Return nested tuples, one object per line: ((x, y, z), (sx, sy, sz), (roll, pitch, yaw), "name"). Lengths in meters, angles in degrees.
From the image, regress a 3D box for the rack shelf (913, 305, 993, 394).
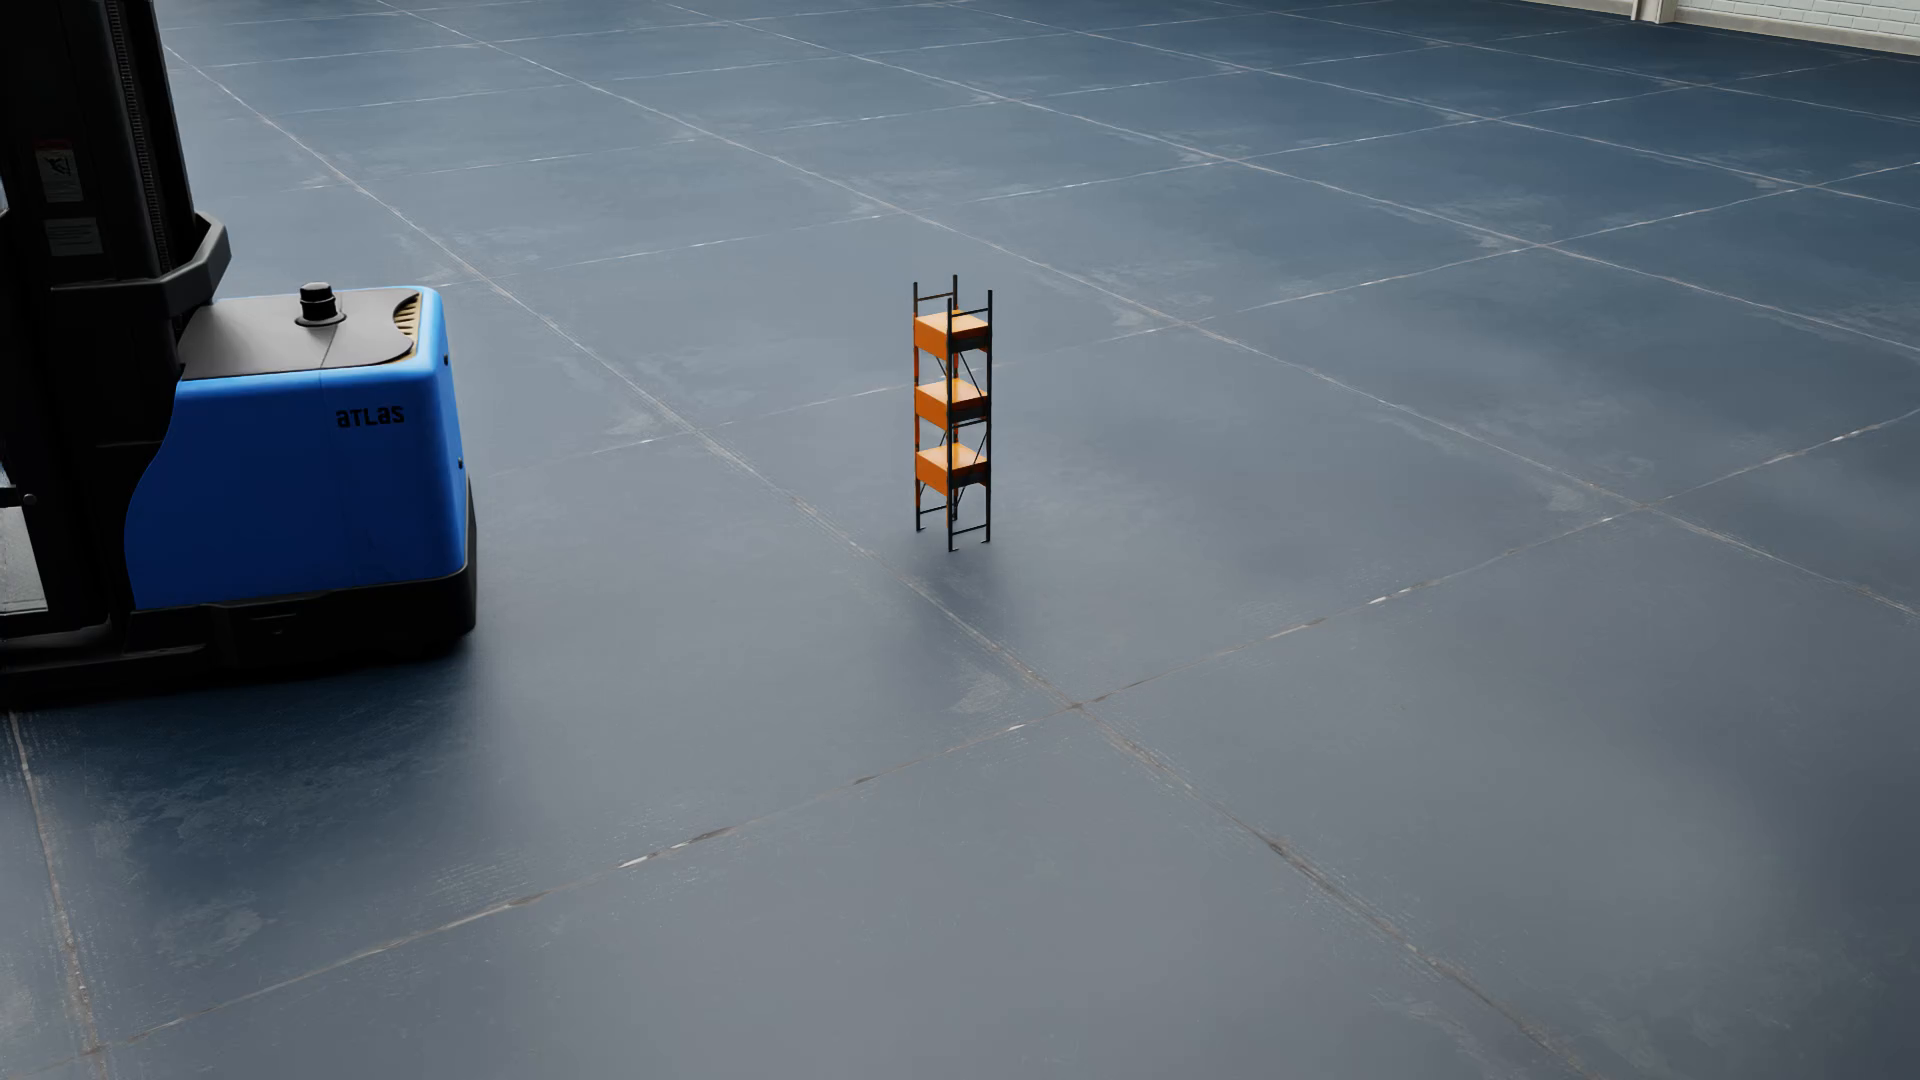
((-0.029, -0.741, 6.450), (0.215, 0.259, 0.240), (-16, 29, -30), "rack shelf")

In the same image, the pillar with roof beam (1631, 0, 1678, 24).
((4.704, -9.299, 15.908), (9.100, 9.000, 0.400), (-16, 29, -30), "pillar with roof beam")

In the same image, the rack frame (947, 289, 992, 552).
((0.037, -0.450, 6.474), (0.200, 1.050, 0.008), (-16, 29, -30), "rack frame")

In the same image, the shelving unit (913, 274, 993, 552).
((-0.029, -0.494, 6.566), (0.215, 1.050, 0.252), (-16, 29, -30), "shelving unit")

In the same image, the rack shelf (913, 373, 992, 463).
((-0.029, -0.484, 6.571), (0.215, 0.259, 0.240), (-16, 29, -30), "rack shelf")

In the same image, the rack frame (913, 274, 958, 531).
((-0.096, -0.538, 6.659), (0.200, 1.050, 0.008), (-16, 29, -30), "rack frame")

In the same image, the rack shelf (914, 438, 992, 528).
((-0.029, -0.233, 6.690), (0.215, 0.259, 0.240), (-16, 29, -30), "rack shelf")

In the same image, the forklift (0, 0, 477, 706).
((-3.304, -0.972, 5.376), (3.031, 2.935, 1.130), (-6, 26, -13), "forklift")
